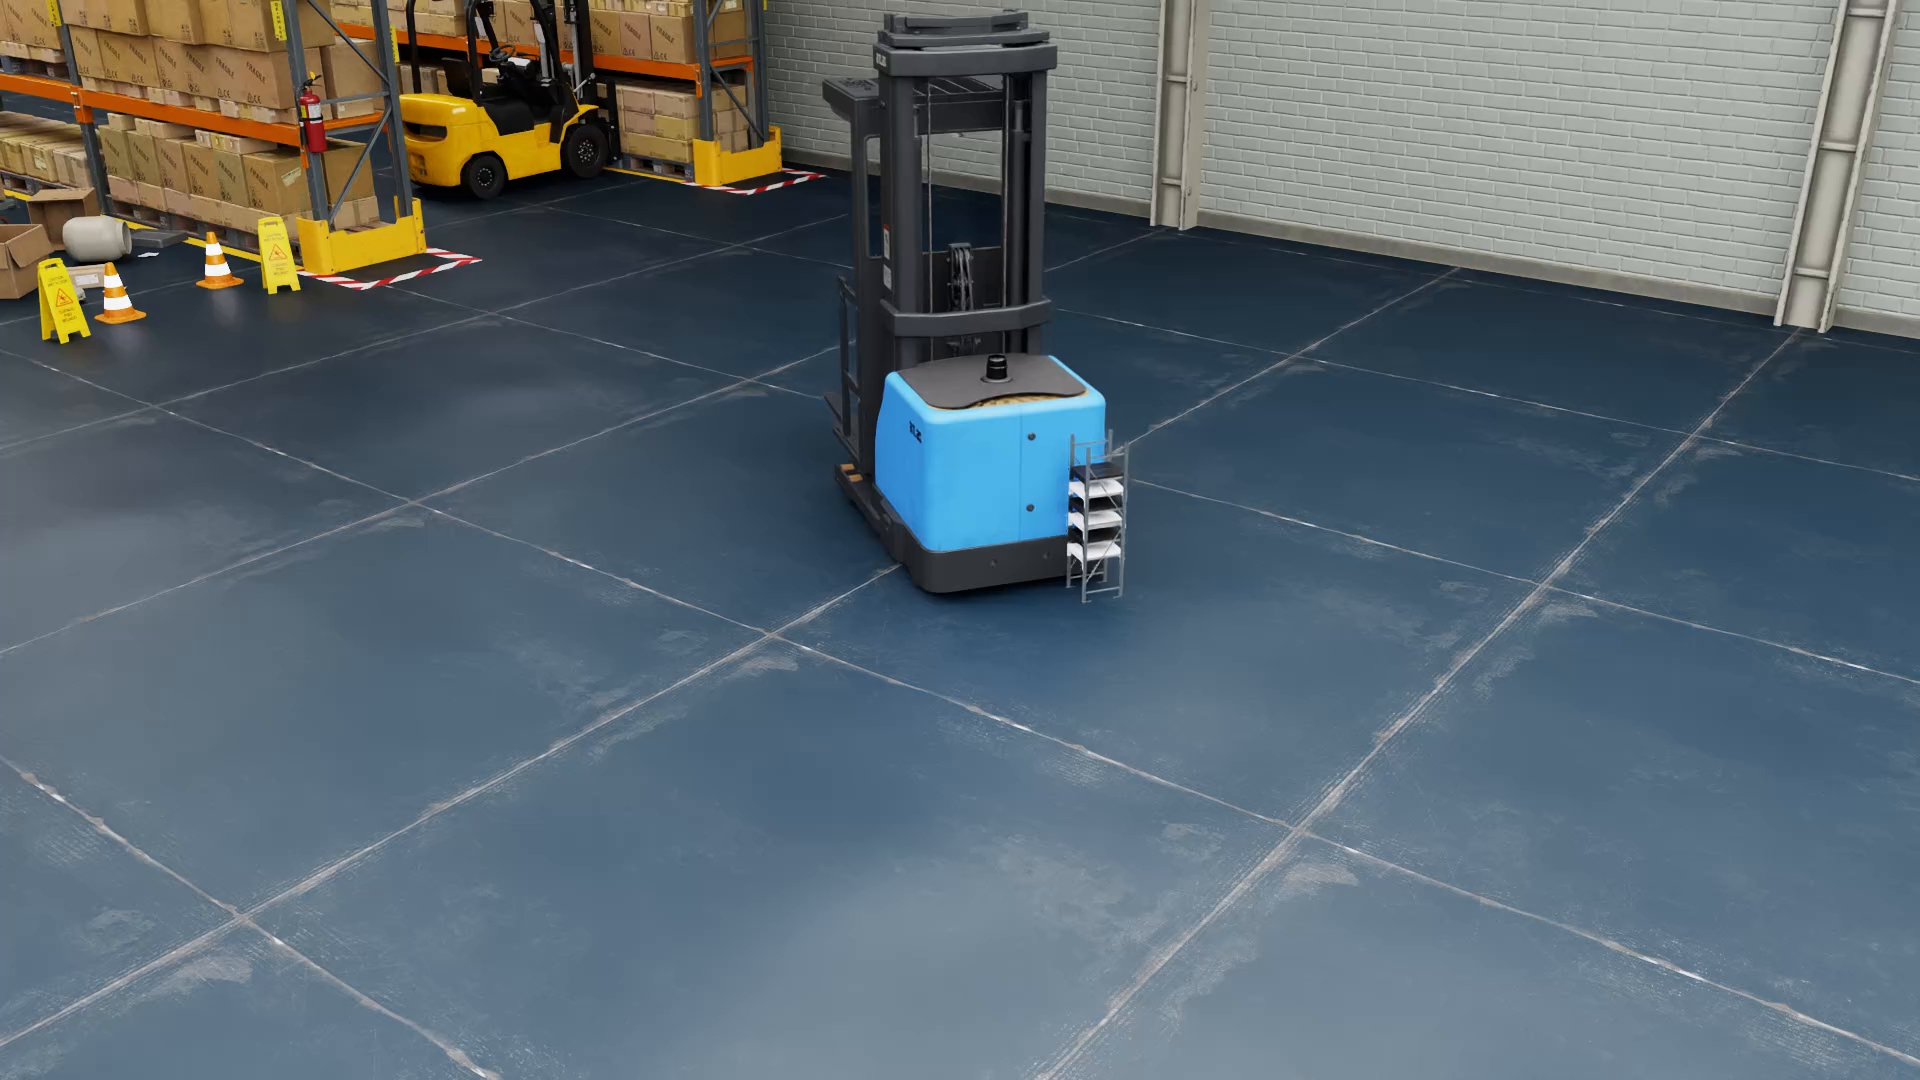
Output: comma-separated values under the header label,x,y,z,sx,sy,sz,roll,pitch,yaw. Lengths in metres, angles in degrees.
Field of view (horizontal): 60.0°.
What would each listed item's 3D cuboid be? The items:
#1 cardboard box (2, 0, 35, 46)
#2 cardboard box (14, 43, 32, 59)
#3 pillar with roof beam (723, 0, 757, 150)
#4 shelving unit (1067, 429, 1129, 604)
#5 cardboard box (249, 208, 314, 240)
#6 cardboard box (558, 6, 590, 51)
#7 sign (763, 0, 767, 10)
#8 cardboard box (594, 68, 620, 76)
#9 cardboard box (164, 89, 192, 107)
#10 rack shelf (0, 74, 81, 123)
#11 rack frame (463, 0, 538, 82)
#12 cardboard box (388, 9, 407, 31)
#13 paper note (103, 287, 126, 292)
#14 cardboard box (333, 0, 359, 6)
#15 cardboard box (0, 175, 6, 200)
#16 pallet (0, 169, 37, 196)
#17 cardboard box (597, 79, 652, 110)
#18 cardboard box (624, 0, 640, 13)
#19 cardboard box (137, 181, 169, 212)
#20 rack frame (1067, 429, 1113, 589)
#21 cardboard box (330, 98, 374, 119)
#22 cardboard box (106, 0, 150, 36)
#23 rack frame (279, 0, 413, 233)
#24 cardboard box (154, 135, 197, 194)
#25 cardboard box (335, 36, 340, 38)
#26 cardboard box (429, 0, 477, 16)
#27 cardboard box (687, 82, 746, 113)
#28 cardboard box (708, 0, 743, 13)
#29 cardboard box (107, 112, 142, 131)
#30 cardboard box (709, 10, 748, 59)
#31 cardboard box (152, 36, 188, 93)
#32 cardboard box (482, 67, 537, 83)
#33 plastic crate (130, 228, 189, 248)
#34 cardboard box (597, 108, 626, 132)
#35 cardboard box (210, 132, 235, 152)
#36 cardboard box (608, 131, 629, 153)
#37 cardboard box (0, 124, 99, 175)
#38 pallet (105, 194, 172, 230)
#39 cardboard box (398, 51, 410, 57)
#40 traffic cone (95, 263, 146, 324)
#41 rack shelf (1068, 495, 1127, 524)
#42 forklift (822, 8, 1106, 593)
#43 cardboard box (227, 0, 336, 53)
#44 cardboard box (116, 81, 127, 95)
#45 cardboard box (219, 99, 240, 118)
label,x,y,z,sx,sy,sz,roll,pitch,yaw
cardboard box,-9.665,-5.500,17.499,0.500,0.500,0.500,17,29,34
cardboard box,-9.765,-5.201,17.626,0.250,0.149,0.380,16,29,32
pillar with roof beam,-5.184,-7.419,15.428,0.400,9.000,9.100,17,29,33
shelving unit,0.734,-0.123,8.912,0.258,0.900,0.210,-8,25,-18
cardboard box,-6.386,-3.050,15.841,0.500,0.250,0.500,17,29,33
cardboard box,-4.365,-6.054,19.646,0.500,0.500,0.500,17,29,34
sign,-2.247,-6.214,18.961,0.005,0.325,0.100,17,29,33
cardboard box,-4.465,-5.662,20.529,0.500,0.250,0.500,17,29,34
cardboard box,-7.464,-4.310,16.123,0.250,0.149,0.380,17,29,33
rack shelf,-10.360,-5.123,18.549,4.000,0.370,1.077,17,29,33
rack frame,-5.786,-6.571,20.943,0.127,3.000,1.000,17,29,33
cardboard box,-7.131,-6.790,21.626,0.500,0.250,0.500,17,29,34
paper note,-7.509,-2.229,14.771,0.142,0.019,0.148,7,25,15
cardboard box,-7.970,-7.258,22.070,0.500,0.250,0.500,16,28,32
cardboard box,-9.803,-3.590,16.338,0.500,0.500,0.500,17,29,33
pallet,-10.364,-4.175,18.964,1.213,0.211,1.003,17,29,33
cardboard box,-3.962,-5.246,19.586,0.500,0.250,0.500,17,29,34
cardboard box,-3.615,-6.138,19.032,0.250,0.149,0.380,17,29,33
cardboard box,-8.016,-3.547,16.970,0.500,0.250,0.500,19,30,36
rack frame,0.699,-0.161,9.000,0.240,0.900,0.006,-8,25,-18
cardboard box,-5.707,-4.035,15.500,0.250,0.149,0.380,17,29,33
cardboard box,-7.757,-5.171,16.033,0.500,0.500,0.700,16,28,32
rack frame,-5.559,-4.001,15.111,0.127,3.000,1.000,17,29,33
cardboard box,-7.600,-3.764,16.533,0.500,0.500,0.500,19,30,36
cardboard box,-6.188,-4.512,15.776,0.500,0.500,0.500,18,29,35
cardboard box,-6.332,-6.767,20.955,0.500,0.250,0.500,16,28,32
cardboard box,-2.856,-5.173,19.419,0.500,0.250,0.500,16,29,33
cardboard box,-2.701,-6.112,18.973,0.250,0.149,0.380,16,28,32
cardboard box,-8.386,-4.263,16.860,0.250,0.149,0.380,17,29,34
cardboard box,-2.815,-5.859,19.203,0.500,0.500,0.500,18,29,35
cardboard box,-7.349,-4.599,15.975,0.500,0.500,0.500,17,29,34
cardboard box,-5.587,-5.744,20.716,0.500,0.250,0.500,16,29,33
plastic crate,-7.995,-2.988,16.433,0.583,0.080,0.402,7,25,15
cardboard box,-3.983,-5.026,19.706,0.500,0.250,0.500,16,28,32
cardboard box,-6.890,-3.814,15.840,0.250,0.149,0.380,17,29,34
cardboard box,-3.938,-4.797,19.805,0.500,0.250,0.500,17,29,34
cardboard box,-10.316,-4.425,18.810,0.625,0.372,0.950,18,29,35
pallet,-8.201,-3.542,17.526,1.213,0.211,1.003,17,29,33
cardboard box,-7.968,-6.333,22.828,0.625,0.625,0.875,18,29,35
traffic cone,-7.070,-2.088,13.915,0.334,0.463,0.336,17,29,33
rack shelf,0.734,-0.175,8.889,0.258,0.077,0.200,-8,25,-18
forklift,-0.150,-1.625,9.804,1.130,2.935,3.031,-8,25,-17
cardboard box,-6.099,-4.694,14.950,0.500,0.500,0.700,16,28,32
cardboard box,-8.236,-4.575,16.725,0.250,0.149,0.380,17,29,33
cardboard box,-6.672,-4.055,15.544,0.250,0.149,0.380,17,29,34
